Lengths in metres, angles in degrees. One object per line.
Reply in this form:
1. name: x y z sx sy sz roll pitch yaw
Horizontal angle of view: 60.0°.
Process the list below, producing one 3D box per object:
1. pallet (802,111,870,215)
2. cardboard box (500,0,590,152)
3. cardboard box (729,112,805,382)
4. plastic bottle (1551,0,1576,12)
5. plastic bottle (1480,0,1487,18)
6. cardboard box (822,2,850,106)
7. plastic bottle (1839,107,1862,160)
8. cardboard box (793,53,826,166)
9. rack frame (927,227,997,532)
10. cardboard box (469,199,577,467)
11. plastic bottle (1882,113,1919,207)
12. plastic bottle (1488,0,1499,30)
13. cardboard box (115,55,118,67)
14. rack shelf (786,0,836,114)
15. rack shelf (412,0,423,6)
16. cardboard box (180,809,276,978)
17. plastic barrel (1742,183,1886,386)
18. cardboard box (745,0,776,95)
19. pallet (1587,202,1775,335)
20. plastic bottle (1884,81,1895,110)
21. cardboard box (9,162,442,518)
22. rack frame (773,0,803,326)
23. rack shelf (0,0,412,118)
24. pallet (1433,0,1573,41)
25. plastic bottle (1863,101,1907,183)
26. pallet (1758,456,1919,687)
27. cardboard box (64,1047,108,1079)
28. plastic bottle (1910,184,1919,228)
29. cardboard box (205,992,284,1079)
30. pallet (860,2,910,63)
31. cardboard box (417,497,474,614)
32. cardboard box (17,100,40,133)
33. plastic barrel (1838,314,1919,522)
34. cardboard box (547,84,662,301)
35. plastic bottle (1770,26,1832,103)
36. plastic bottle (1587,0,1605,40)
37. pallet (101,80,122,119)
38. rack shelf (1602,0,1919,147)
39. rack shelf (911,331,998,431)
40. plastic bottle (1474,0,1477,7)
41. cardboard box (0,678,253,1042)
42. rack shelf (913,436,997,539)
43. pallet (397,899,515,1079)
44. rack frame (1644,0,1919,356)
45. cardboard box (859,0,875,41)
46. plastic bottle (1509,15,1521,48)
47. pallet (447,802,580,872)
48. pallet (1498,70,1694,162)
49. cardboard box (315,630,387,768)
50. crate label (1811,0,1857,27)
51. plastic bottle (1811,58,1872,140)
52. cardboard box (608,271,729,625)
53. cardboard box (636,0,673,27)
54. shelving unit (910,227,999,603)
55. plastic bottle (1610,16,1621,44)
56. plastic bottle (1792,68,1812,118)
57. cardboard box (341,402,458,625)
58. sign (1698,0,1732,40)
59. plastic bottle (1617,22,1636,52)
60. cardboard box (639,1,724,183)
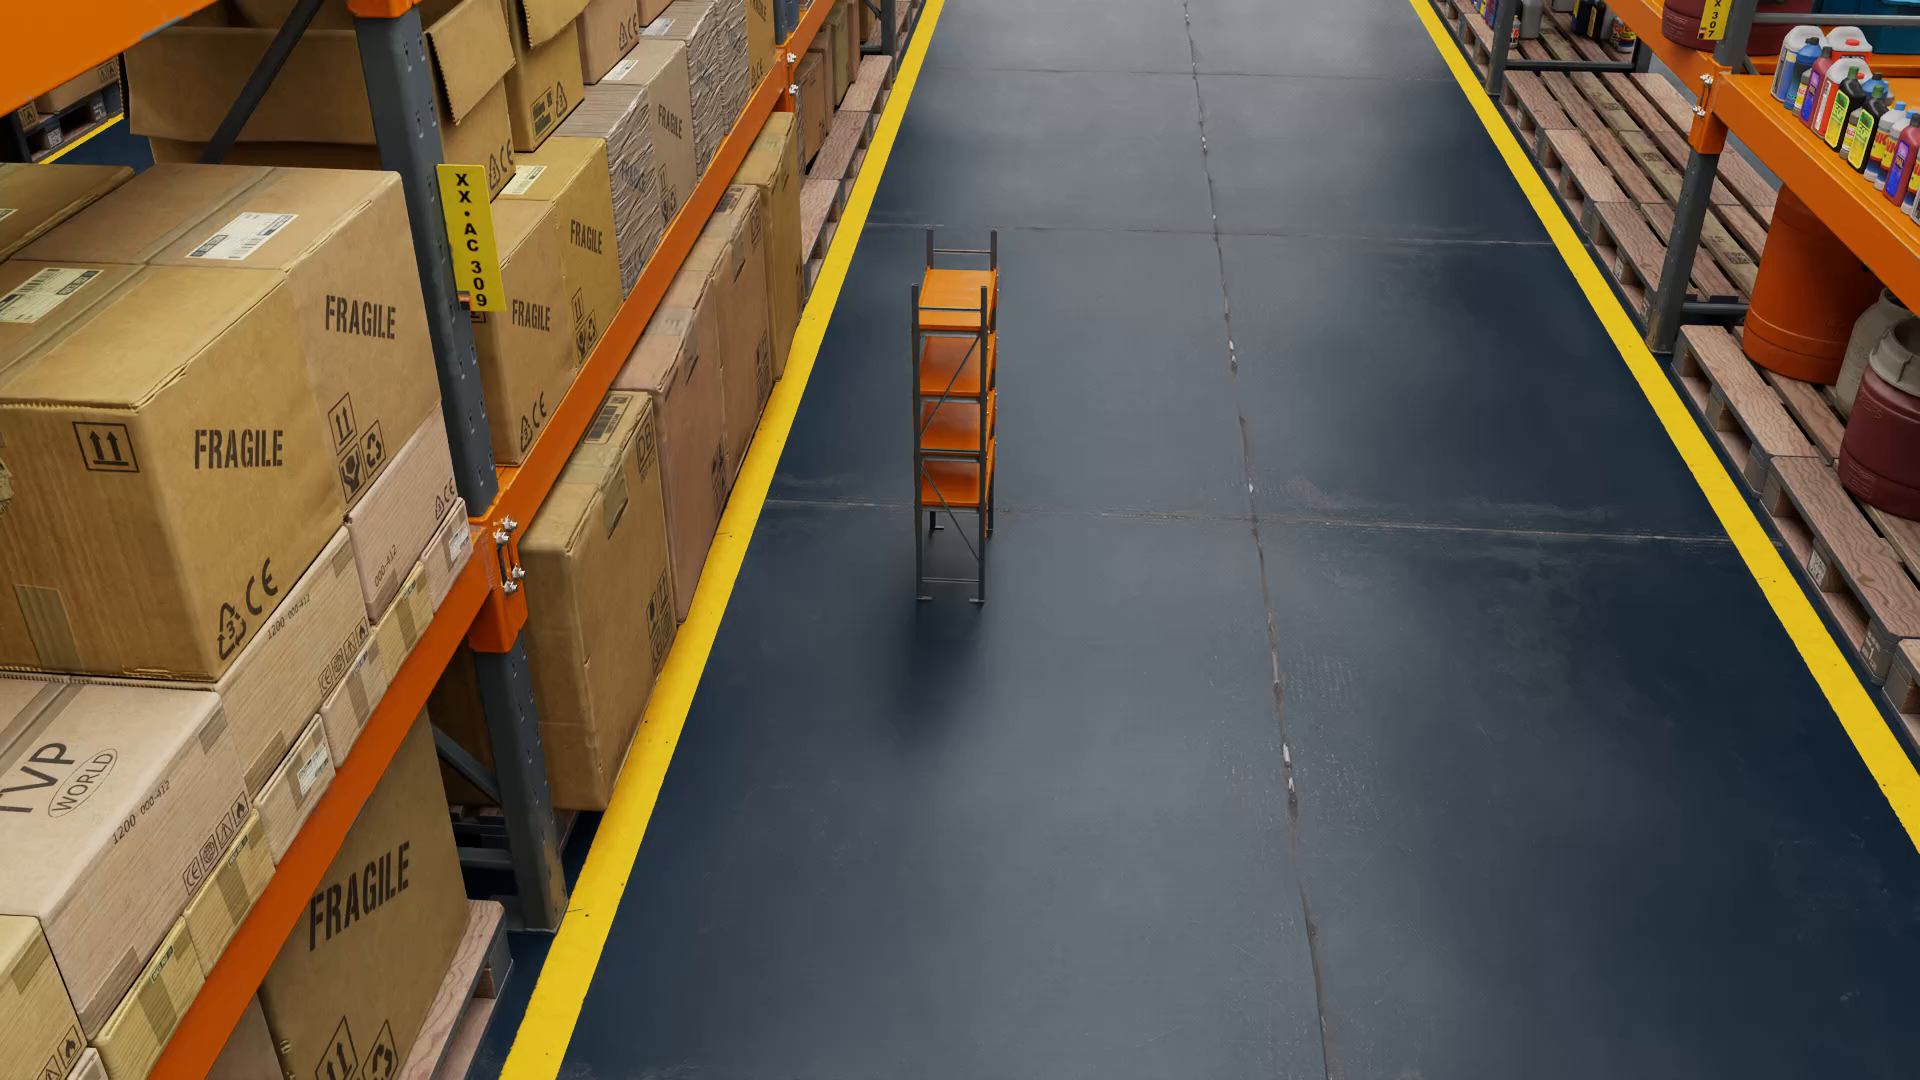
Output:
1. pallet: -1.094 -2.206 9.628 1.003 0.211 1.213 2 32 4
2. cardboard box: -1.476 -1.419 4.642 0.797 0.503 0.637 3 32 5
3. cardboard box: -1.338 -1.263 7.065 1.225 0.875 0.875 1 32 2
4. plastic bottle: 4.381 -3.975 12.017 0.152 0.276 0.135 2 32 4
5. plastic bottle: 3.808 -3.906 11.835 0.144 0.351 0.185 2 32 4
6. cardboard box: -1.065 -2.994 10.213 0.700 0.500 0.500 2 32 4
7. plastic bottle: 3.233 -1.469 5.963 0.097 0.201 0.097 0 32 0
8. cardboard box: -1.155 -2.410 9.265 0.700 0.500 0.500 5 32 8
9. rack frame: 0.006 -0.552 6.002 0.240 1.200 0.015 2 32 4
10. cardboard box: -1.300 -0.529 4.154 0.500 0.500 0.500 3 32 4
11. plastic bottle: 3.178 -1.272 5.567 0.061 0.283 0.133 2 32 4
12. plastic bottle: 3.782 -3.737 11.561 0.144 0.351 0.185 1 32 2
13. cardboard box: -5.832 -3.597 10.972 1.050 0.750 0.750 2 32 4
14. rack shelf: -1.098 -3.088 9.087 1.077 0.370 4.000 2 32 4
15. rack shelf: -1.424 -2.273 4.906 1.077 0.370 4.000 2 32 4
16. cardboard box: -1.368 0.562 2.719 0.380 0.149 0.250 3 32 5
17. plastic barrel: 3.653 -1.135 6.901 0.600 0.830 0.708 2 32 4
18. cardboard box: -1.054 -2.122 6.739 0.500 0.500 0.500 3 32 5
19. pallet: 3.777 -1.353 8.244 1.003 0.211 1.213 2 32 4
20. plastic bottle: 3.406 -1.602 6.180 0.097 0.201 0.097 0 32 0
21. cardboard box: -1.358 -0.387 3.164 0.500 0.500 0.500 3 32 5
22. rack frame: -1.261 -2.348 7.202 1.000 3.000 0.127 2 32 4
23. rack shelf: -1.750 -0.182 1.512 1.077 0.370 4.000 2 32 4
24. pallet: 4.194 -4.030 12.589 1.003 0.211 1.213 2 32 4
25. plastic bottle: 3.214 -1.378 5.749 0.097 0.271 0.097 0 32 0
26. pallet: 3.551 0.101 5.886 1.003 0.211 1.213 2 32 4
27. cardboard box: -1.411 0.829 2.286 0.380 0.149 0.250 3 32 5
28. plastic bottle: 3.205 -1.146 5.369 0.152 0.276 0.135 2 32 4
29. cardboard box: -1.794 1.281 2.937 0.875 0.875 0.875 2 32 4
30. pallet: -0.916 -3.606 11.899 1.003 0.211 1.213 2 32 4
31. cardboard box: -1.285 0.024 3.592 0.380 0.149 0.250 3 32 4
32. cardboard box: -5.989 -2.606 9.364 1.050 0.750 0.750 3 32 5
33. plastic barrel: 3.561 -0.442 6.006 0.600 0.588 0.708 2 32 4
34. cardboard box: -1.219 -1.054 5.006 0.500 0.500 0.500 2 32 3
35. plastic bottle: 3.318 -1.872 6.546 0.152 0.276 0.135 2 32 4
36. plastic bottle: 4.357 -3.582 11.373 0.061 0.283 0.133 2 32 4
37. pallet: -5.858 -3.111 11.097 1.003 0.211 1.213 2 32 4
38. rack shelf: 3.838 -2.876 8.744 1.077 0.370 4.000 2 32 4
39. rack shelf: -0.013 -0.557 5.713 0.258 0.148 0.480 2 32 4
40. plastic bottle: 3.808 -3.990 12.114 0.097 0.201 0.097 0 32 0
41. cardboard box: -1.442 0.460 2.504 0.500 0.250 0.500 3 32 5
42. rack shelf: -0.013 -0.198 5.934 0.258 0.148 0.480 2 32 4
43. pallet: -1.727 1.325 3.899 1.003 0.211 1.213 2 32 4
44. rack frame: 3.675 -2.137 6.858 1.000 3.000 0.127 2 32 4
45. cardboard box: -0.863 -3.762 11.478 0.500 0.500 0.500 2 32 2
46. plastic bottle: 3.720 -3.427 11.200 0.097 0.201 0.097 0 32 0
47. pallet: -1.599 0.524 5.199 1.003 0.211 1.213 2 32 4
48. pallet: 3.976 -2.629 10.315 1.003 0.211 1.213 2 32 4
49. cardboard box: -1.327 0.292 3.156 0.380 0.149 0.250 2 32 3
50. crate label: 4.026 -2.660 7.673 0.502 0.435 0.616 2 32 4
51. plastic bottle: 3.280 -1.630 6.153 0.152 0.276 0.135 2 32 4
52. cardboard box: -1.483 -0.334 5.558 1.225 0.875 0.875 1 32 2
53. cardboard box: -1.393 -2.096 5.740 0.797 0.503 0.637 3 32 5
54. shelving unit: -0.013 -0.424 5.795 0.258 1.200 0.503 2 32 4
55. plastic bottle: 4.480 -3.479 11.284 0.097 0.201 0.097 0 32 0
56. plastic bottle: 3.273 -1.729 6.387 0.097 0.201 0.097 0 32 0
57. cardboard box: -1.361 -0.077 3.376 0.500 0.250 0.500 2 32 3
58. sign: 3.127 -2.226 6.848 0.100 0.325 0.005 2 32 4
59. plastic bottle: 4.464 -3.402 11.093 0.097 0.271 0.097 0 32 0
60. cardboard box: -1.140 -1.590 5.876 0.500 0.500 0.500 1 32 2
